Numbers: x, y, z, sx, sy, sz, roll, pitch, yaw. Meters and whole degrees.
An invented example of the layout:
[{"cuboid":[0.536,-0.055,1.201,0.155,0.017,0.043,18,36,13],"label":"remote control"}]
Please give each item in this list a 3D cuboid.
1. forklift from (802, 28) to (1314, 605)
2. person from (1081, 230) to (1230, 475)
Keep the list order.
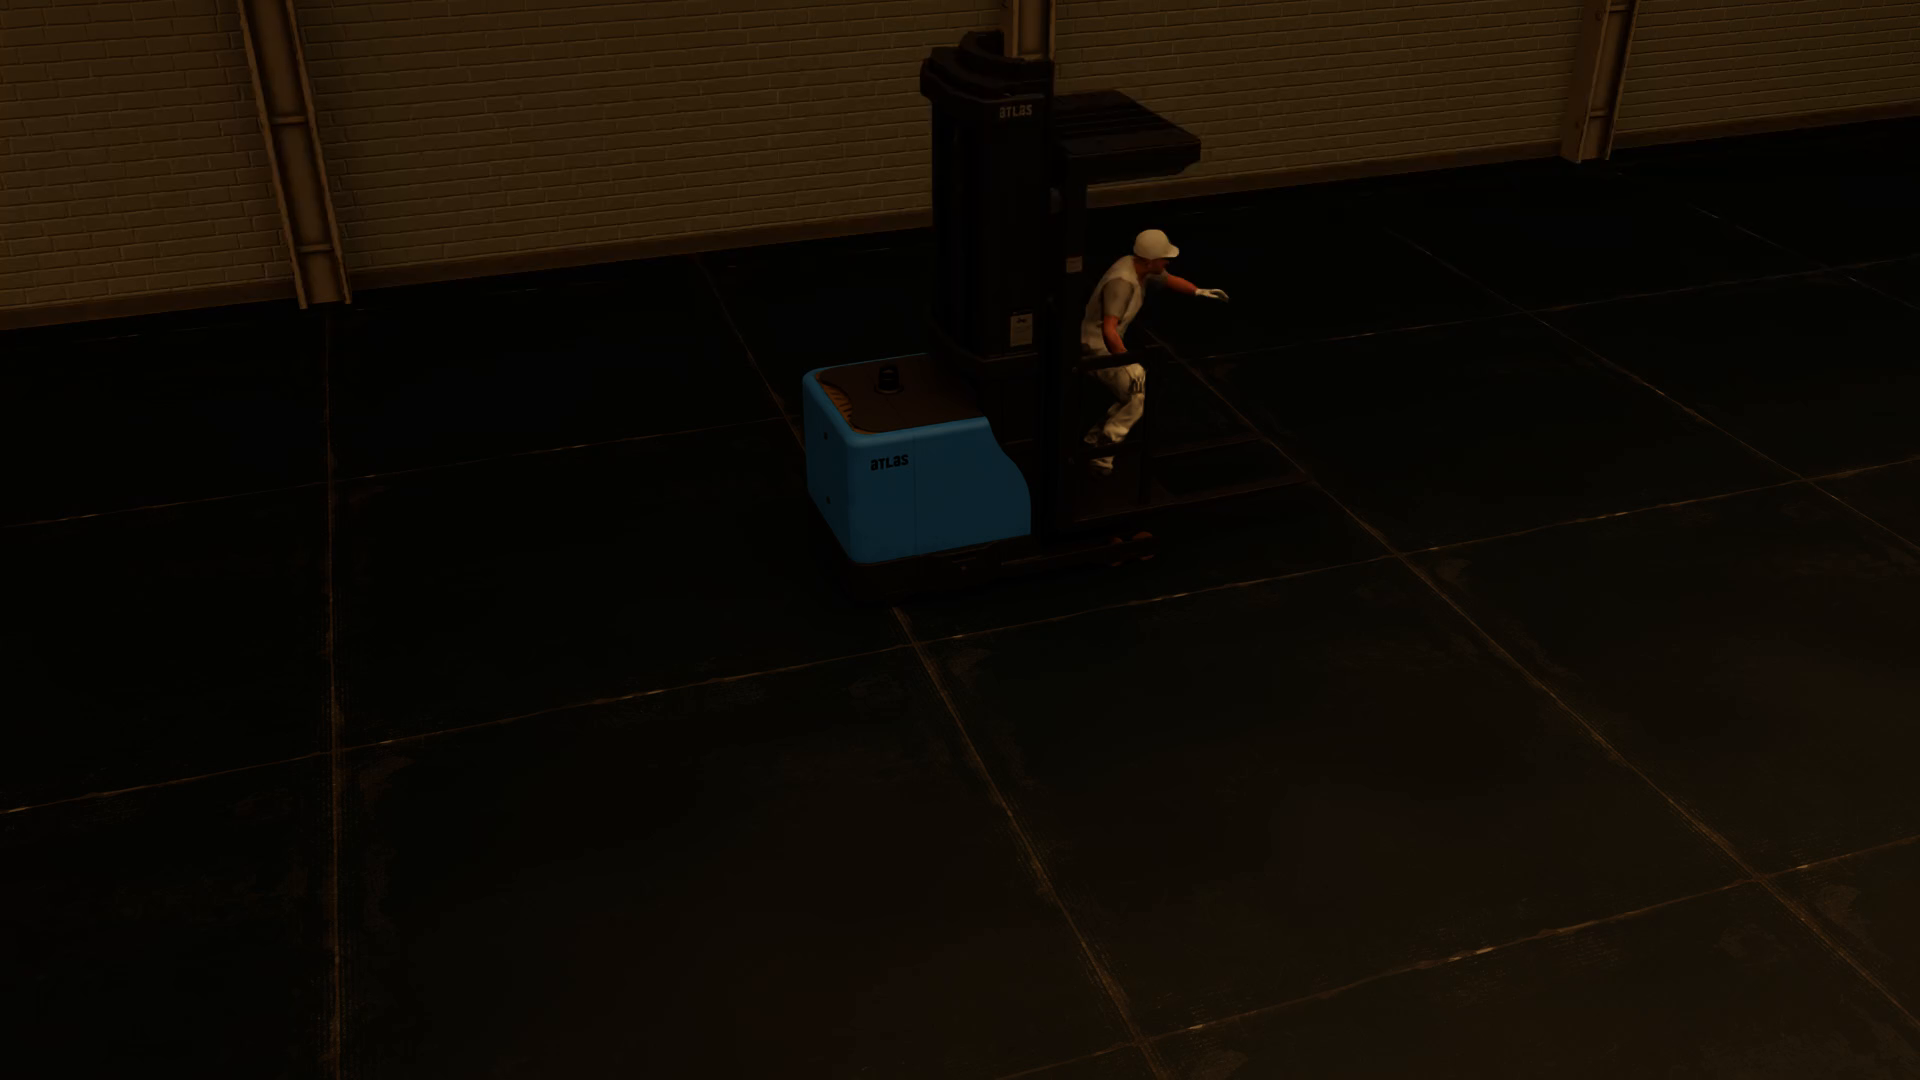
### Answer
[{"cuboid":[0.649,-1.353,9.438,3.031,2.935,1.130,-11,32,-18],"label":"forklift"},{"cuboid":[1.112,-1.146,10.057,0.930,1.432,1.123,7,31,12],"label":"person"}]
